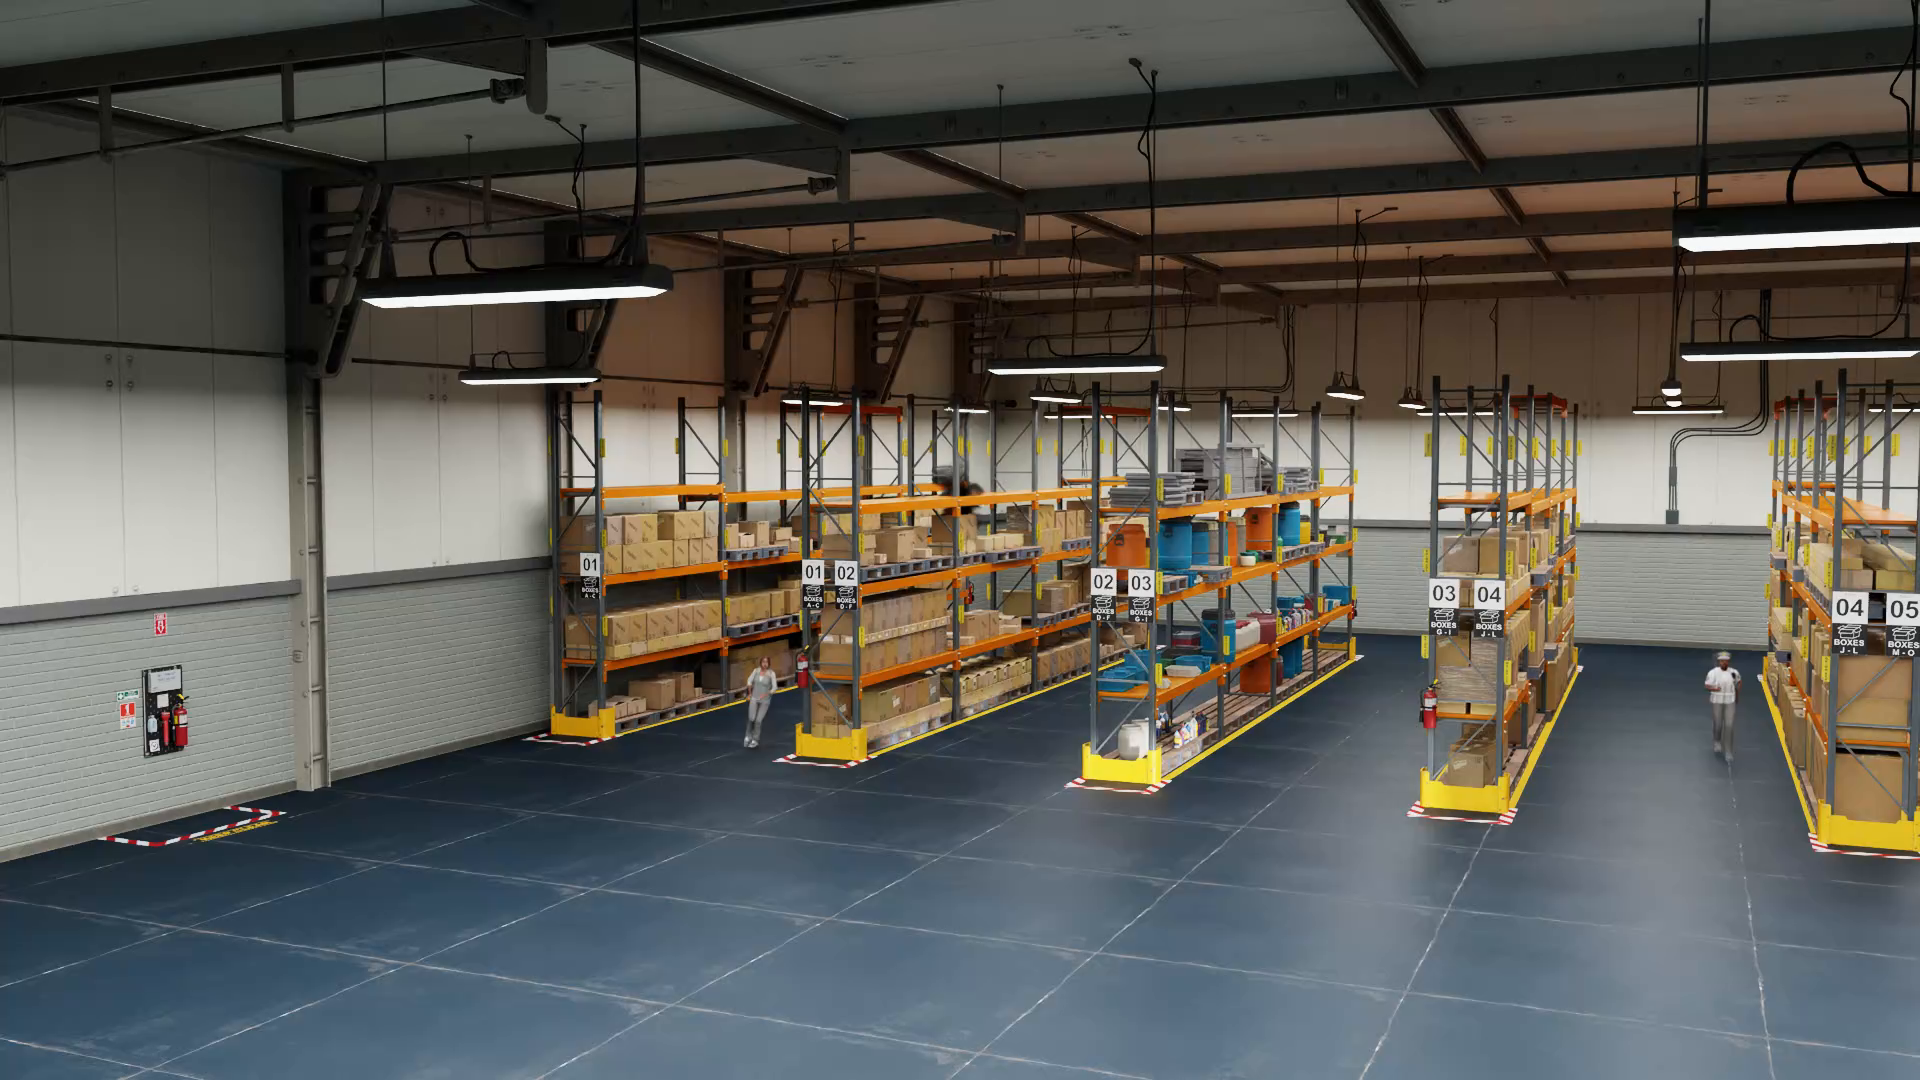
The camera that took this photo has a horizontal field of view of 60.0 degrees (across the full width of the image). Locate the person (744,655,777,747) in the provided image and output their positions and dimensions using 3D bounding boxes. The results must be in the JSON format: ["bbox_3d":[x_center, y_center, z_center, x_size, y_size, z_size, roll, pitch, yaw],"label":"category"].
[{"bbox_3d":[-3.327,2.692,27.670,0.575,1.547,0.542,0,3,0],"label":"person"}]

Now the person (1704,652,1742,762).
[{"bbox_3d":[12.339,2.656,26.889,0.576,1.715,0.890,1,3,20],"label":"person"}]
